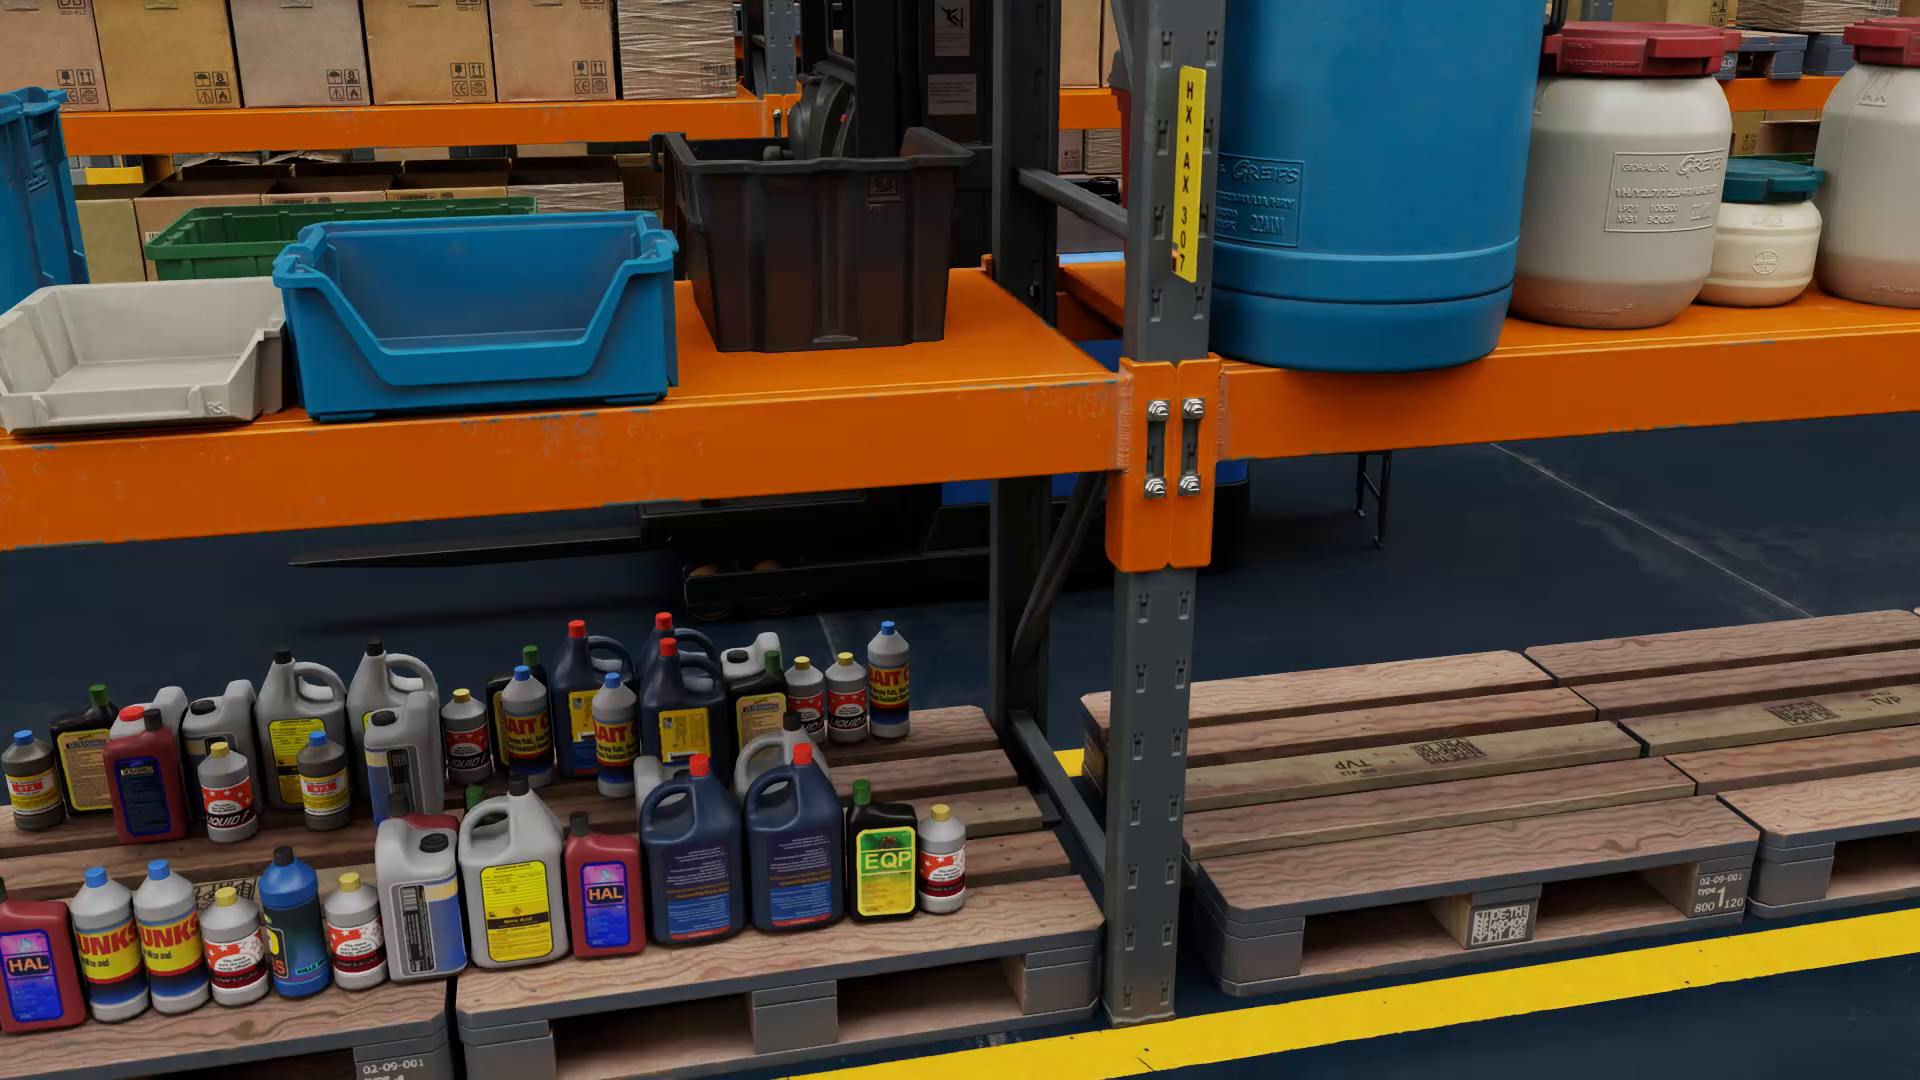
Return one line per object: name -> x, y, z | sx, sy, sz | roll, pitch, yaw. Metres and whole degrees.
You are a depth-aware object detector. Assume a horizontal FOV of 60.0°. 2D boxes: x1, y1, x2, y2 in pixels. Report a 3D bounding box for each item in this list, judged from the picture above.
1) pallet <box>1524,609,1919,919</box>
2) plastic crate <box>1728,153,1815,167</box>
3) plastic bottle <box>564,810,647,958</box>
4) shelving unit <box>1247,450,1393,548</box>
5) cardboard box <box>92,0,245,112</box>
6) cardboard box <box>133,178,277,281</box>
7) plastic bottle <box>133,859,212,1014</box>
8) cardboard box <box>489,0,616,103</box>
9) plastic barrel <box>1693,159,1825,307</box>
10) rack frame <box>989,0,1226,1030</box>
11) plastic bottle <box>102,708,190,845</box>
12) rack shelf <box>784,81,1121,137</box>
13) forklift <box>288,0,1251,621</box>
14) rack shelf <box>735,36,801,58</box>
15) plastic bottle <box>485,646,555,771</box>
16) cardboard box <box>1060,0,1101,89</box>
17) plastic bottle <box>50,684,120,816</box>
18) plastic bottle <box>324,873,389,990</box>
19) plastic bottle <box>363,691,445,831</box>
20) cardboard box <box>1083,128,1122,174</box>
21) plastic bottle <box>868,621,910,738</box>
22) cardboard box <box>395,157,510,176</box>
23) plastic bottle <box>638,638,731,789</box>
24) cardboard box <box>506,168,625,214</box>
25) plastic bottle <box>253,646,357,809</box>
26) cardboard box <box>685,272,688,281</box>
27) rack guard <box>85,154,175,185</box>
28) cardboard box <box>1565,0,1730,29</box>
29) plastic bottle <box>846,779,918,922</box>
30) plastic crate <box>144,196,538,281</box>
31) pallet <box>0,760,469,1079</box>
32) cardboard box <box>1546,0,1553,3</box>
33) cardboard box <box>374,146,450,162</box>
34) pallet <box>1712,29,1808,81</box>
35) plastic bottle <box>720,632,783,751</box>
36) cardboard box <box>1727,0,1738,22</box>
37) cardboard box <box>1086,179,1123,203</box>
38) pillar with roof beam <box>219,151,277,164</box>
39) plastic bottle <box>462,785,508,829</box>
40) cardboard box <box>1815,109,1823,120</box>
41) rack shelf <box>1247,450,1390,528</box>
pallet -> 2.189, 0.505, 4.130 | 1.213, 0.211, 1.003 | -5, 21, -12
plastic crate -> 1.874, -0.764, 3.849 | 0.662, 0.188, 0.450 | -5, 21, -12
plastic bottle -> -0.652, 0.627, 3.052 | 0.133, 0.283, 0.061 | -3, 20, -9
shelving unit -> 1.214, -1.028, 5.569 | 0.503, 2.100, 0.431 | 0, 20, 1
cardboard box -> -3.333, -2.133, 7.133 | 0.500, 0.500, 0.700 | -5, 21, -12
cardboard box -> -3.242, -1.284, 7.255 | 0.500, 0.500, 0.500 | -5, 21, -12
plastic bottle -> -1.381, 0.685, 2.910 | 0.097, 0.271, 0.097 | 0, 20, 0
cardboard box -> -1.834, -2.256, 7.466 | 0.500, 0.500, 0.700 | -5, 21, -13
plastic barrel -> 1.567, -0.620, 3.347 | 0.301, 0.262, 0.301 | 0, 20, 0
rack frame -> 0.244, -0.632, 3.178 | 0.127, 3.000, 1.000 | -5, 21, -12
plastic bottle -> -1.685, 0.487, 3.435 | 0.133, 0.283, 0.061 | -5, 21, -12
rack shelf -> 1.054, -2.110, 8.261 | 4.000, 0.370, 1.077 | -5, 21, -12
forklift -> -0.613, -1.326, 5.174 | 3.031, 2.935, 1.130 | -5, 21, -12
rack shelf -> -0.089, -3.768, 12.787 | 4.000, 0.370, 1.077 | -5, 21, -12
plastic bottle -> -0.991, 0.376, 3.736 | 0.133, 0.283, 0.061 | -4, 20, -10
cardboard box -> 0.372, -2.434, 7.953 | 0.500, 0.500, 0.500 | -3, 20, -9
plastic bottle -> -1.853, 0.446, 3.544 | 0.133, 0.283, 0.061 | -4, 21, -11
plastic bottle -> -1.085, 0.694, 2.988 | 0.097, 0.201, 0.097 | 0, 20, 0
plastic bottle -> -1.176, 0.462, 3.513 | 0.135, 0.276, 0.152 | -5, 21, -12
cardboard box -> 1.168, -3.223, 13.246 | 0.500, 0.500, 0.700 | -4, 21, -12
plastic bottle -> -0.167, 0.321, 3.903 | 0.097, 0.271, 0.097 | 0, 20, 0
cardboard box -> -2.388, -1.537, 7.946 | 0.500, 0.500, 0.500 | -5, 21, -12
plastic bottle -> -0.604, 0.379, 3.631 | 0.185, 0.351, 0.144 | -5, 21, -12
cardboard box -> -1.782, -1.403, 7.579 | 0.500, 0.500, 0.500 | -5, 21, -12
plastic bottle -> -1.415, 0.394, 3.590 | 0.185, 0.351, 0.144 | -4, 20, -10
cardboard box -> -1.293, -1.086, 7.806 | 0.500, 0.250, 0.500 | -5, 21, -12
rack guard -> -5.854, -2.463, 11.813 | 0.348, 0.500, 1.175 | -5, 21, -12
cardboard box -> 3.588, -2.938, 8.719 | 0.500, 0.500, 0.700 | -12, 24, -31
plastic bottle -> -0.148, 0.586, 3.164 | 0.133, 0.283, 0.061 | -4, 20, -10
plastic crate -> -1.142, -0.519, 3.179 | 0.662, 0.188, 0.450 | -5, 21, -12
pallet -> -1.609, 0.815, 3.284 | 1.213, 0.211, 1.003 | -5, 21, -12
cardboard box -> 4.864, -4.612, 13.438 | 0.500, 0.500, 0.500 | -4, 21, -12
cardboard box -> -3.954, -2.775, 12.024 | 0.500, 0.500, 0.700 | -6, 21, -16
pallet -> 3.644, -2.594, 8.813 | 1.003, 0.211, 1.213 | -5, 21, -12
plastic bottle -> -0.475, 0.354, 3.808 | 0.135, 0.276, 0.152 | -4, 20, -11
cardboard box -> 6.281, -4.759, 14.010 | 0.700, 0.700, 0.980 | -4, 21, -12
cardboard box -> 0.917, -1.708, 8.688 | 0.500, 0.311, 0.500 | -5, 21, -13
pillar with roof beam -> -4.455, -5.352, 7.342 | 0.400, 9.000, 9.100 | -5, 21, -12
plastic bottle -> -0.866, 0.593, 3.144 | 0.133, 0.283, 0.061 | -5, 21, -12
cardboard box -> 7.491, -3.708, 14.599 | 0.500, 0.500, 0.700 | -4, 21, -11
rack shelf -> 1.214, -0.358, 5.815 | 0.480, 0.518, 0.431 | 0, 20, 1
